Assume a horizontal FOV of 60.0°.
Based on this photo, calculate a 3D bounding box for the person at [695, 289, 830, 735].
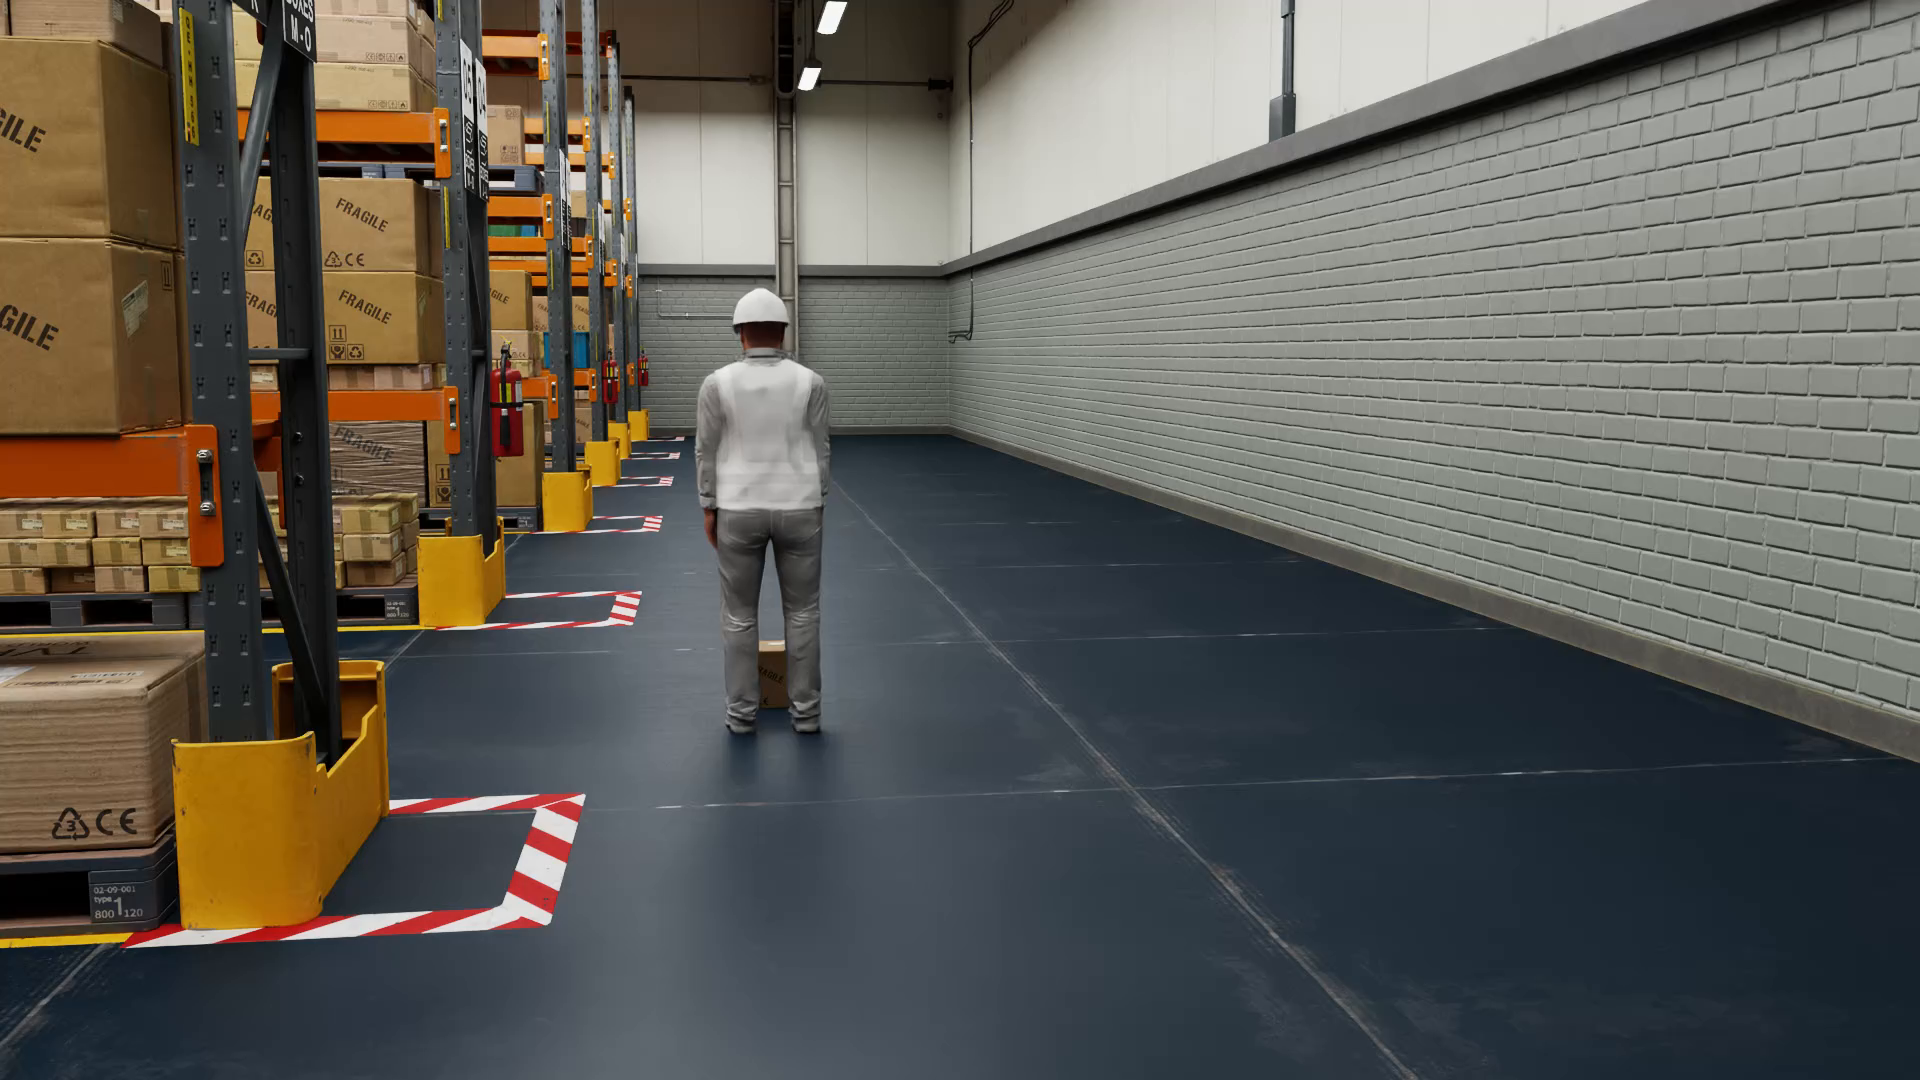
[{"bbox_3d":[-0.785,-0.110,6.647,0.534,1.768,0.356,-1,6,-8],"label":"person"}]
